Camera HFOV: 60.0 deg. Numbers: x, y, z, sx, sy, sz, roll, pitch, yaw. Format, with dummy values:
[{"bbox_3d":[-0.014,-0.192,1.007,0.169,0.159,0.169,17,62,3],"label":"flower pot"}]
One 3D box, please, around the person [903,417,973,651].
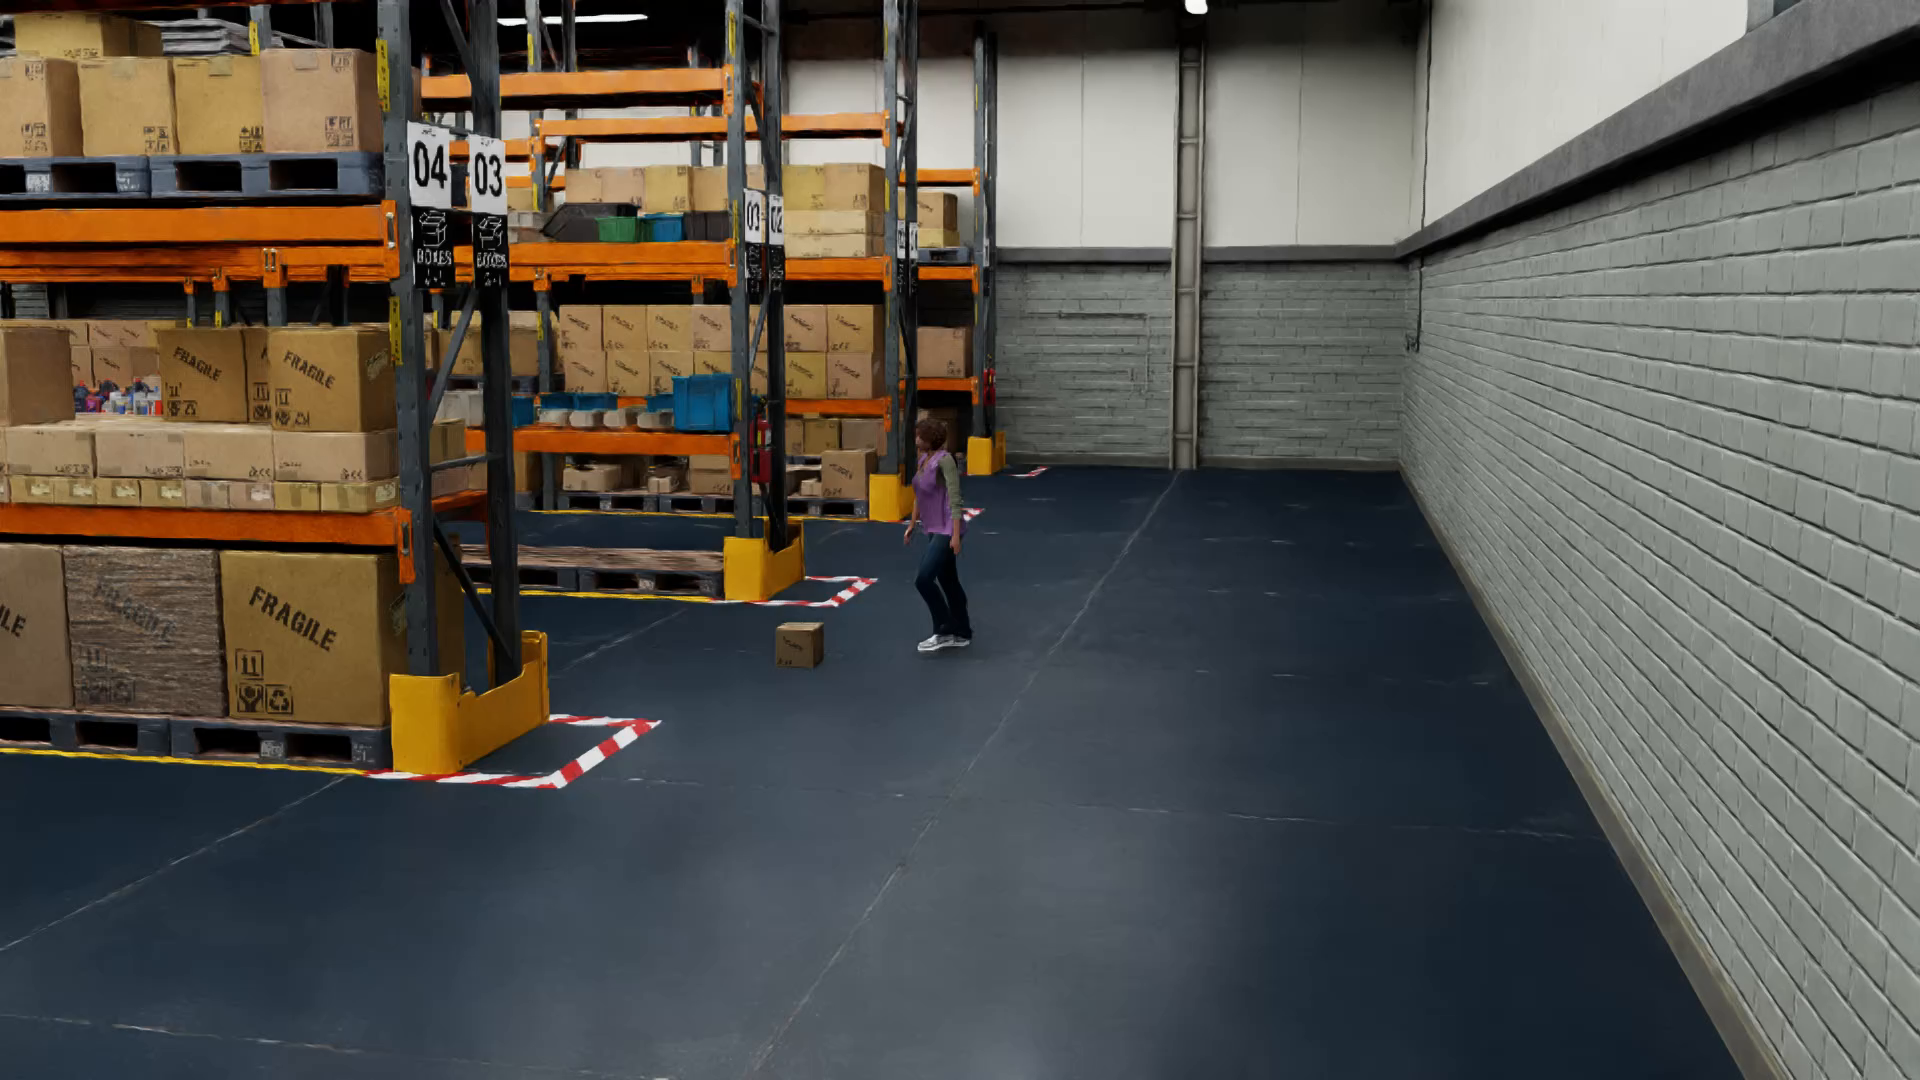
[{"bbox_3d":[-0.114,-0.035,11.101,0.458,1.577,0.542,-2,9,-16],"label":"person"}]
